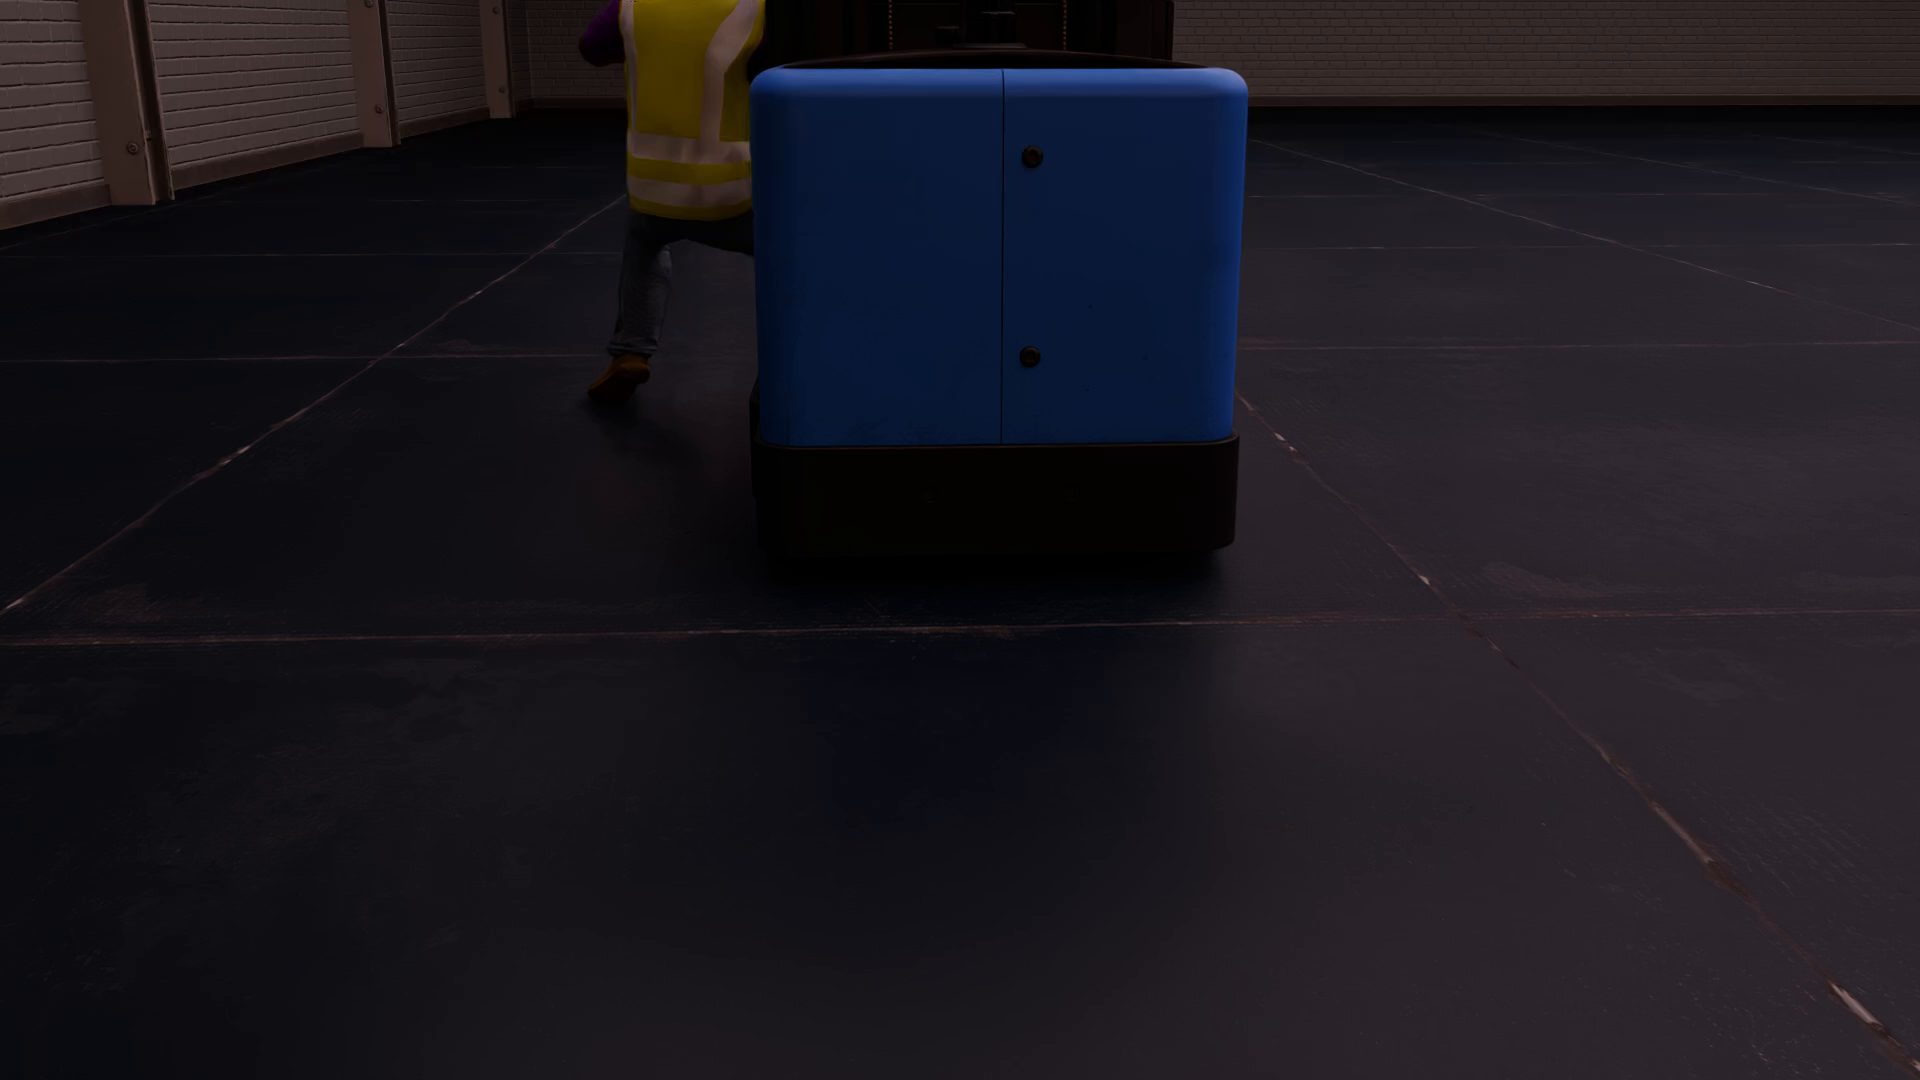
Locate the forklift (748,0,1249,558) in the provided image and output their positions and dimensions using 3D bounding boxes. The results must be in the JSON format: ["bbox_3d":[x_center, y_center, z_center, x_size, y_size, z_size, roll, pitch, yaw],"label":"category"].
[{"bbox_3d":[0.013,-1.743,4.606,1.130,2.935,3.031,-1,17,-3],"label":"forklift"}]

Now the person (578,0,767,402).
[{"bbox_3d":[-0.672,-1.137,5.037,1.081,1.534,0.733,8,19,24],"label":"person"}]
